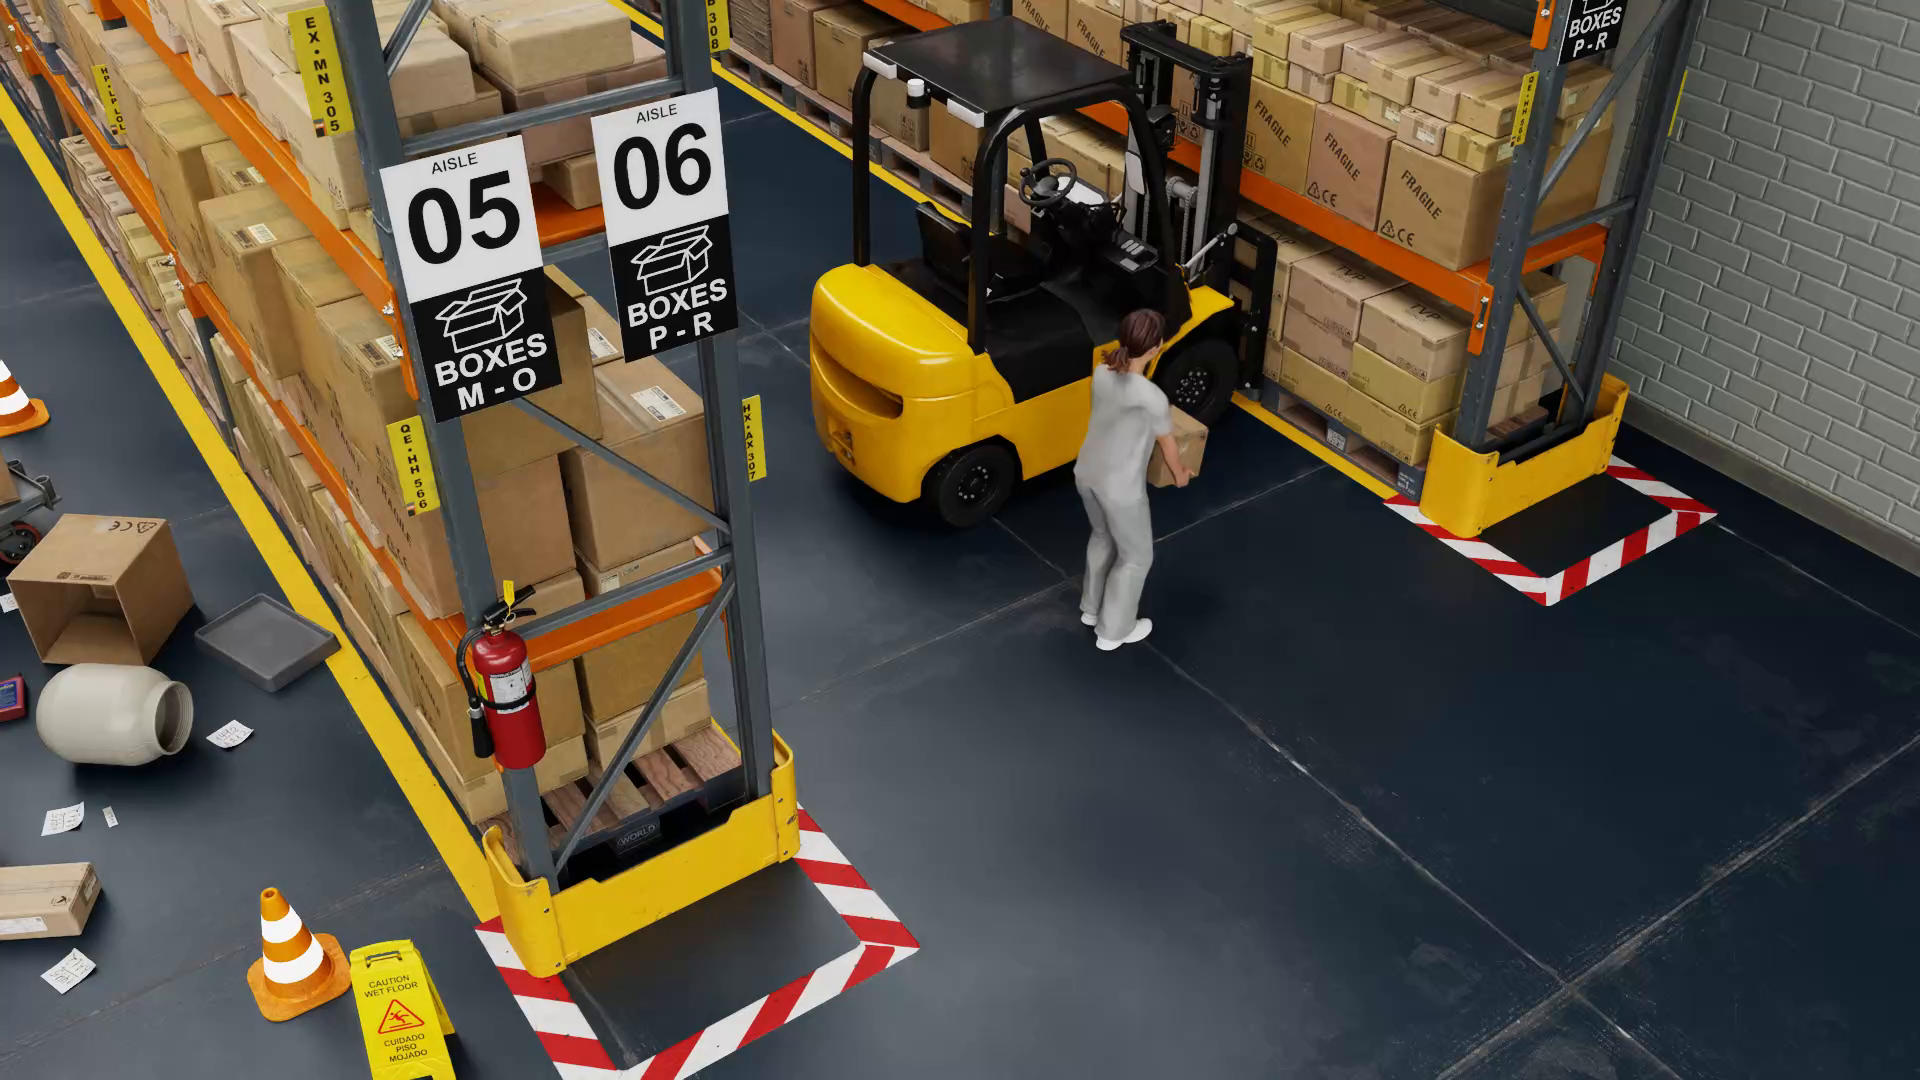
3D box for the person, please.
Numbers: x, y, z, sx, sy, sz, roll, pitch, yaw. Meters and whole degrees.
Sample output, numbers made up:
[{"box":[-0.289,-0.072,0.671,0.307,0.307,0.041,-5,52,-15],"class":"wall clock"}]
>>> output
[{"box":[0.758,-0.313,7.388,0.520,1.587,0.411,-23,42,-28],"class":"person"}]
